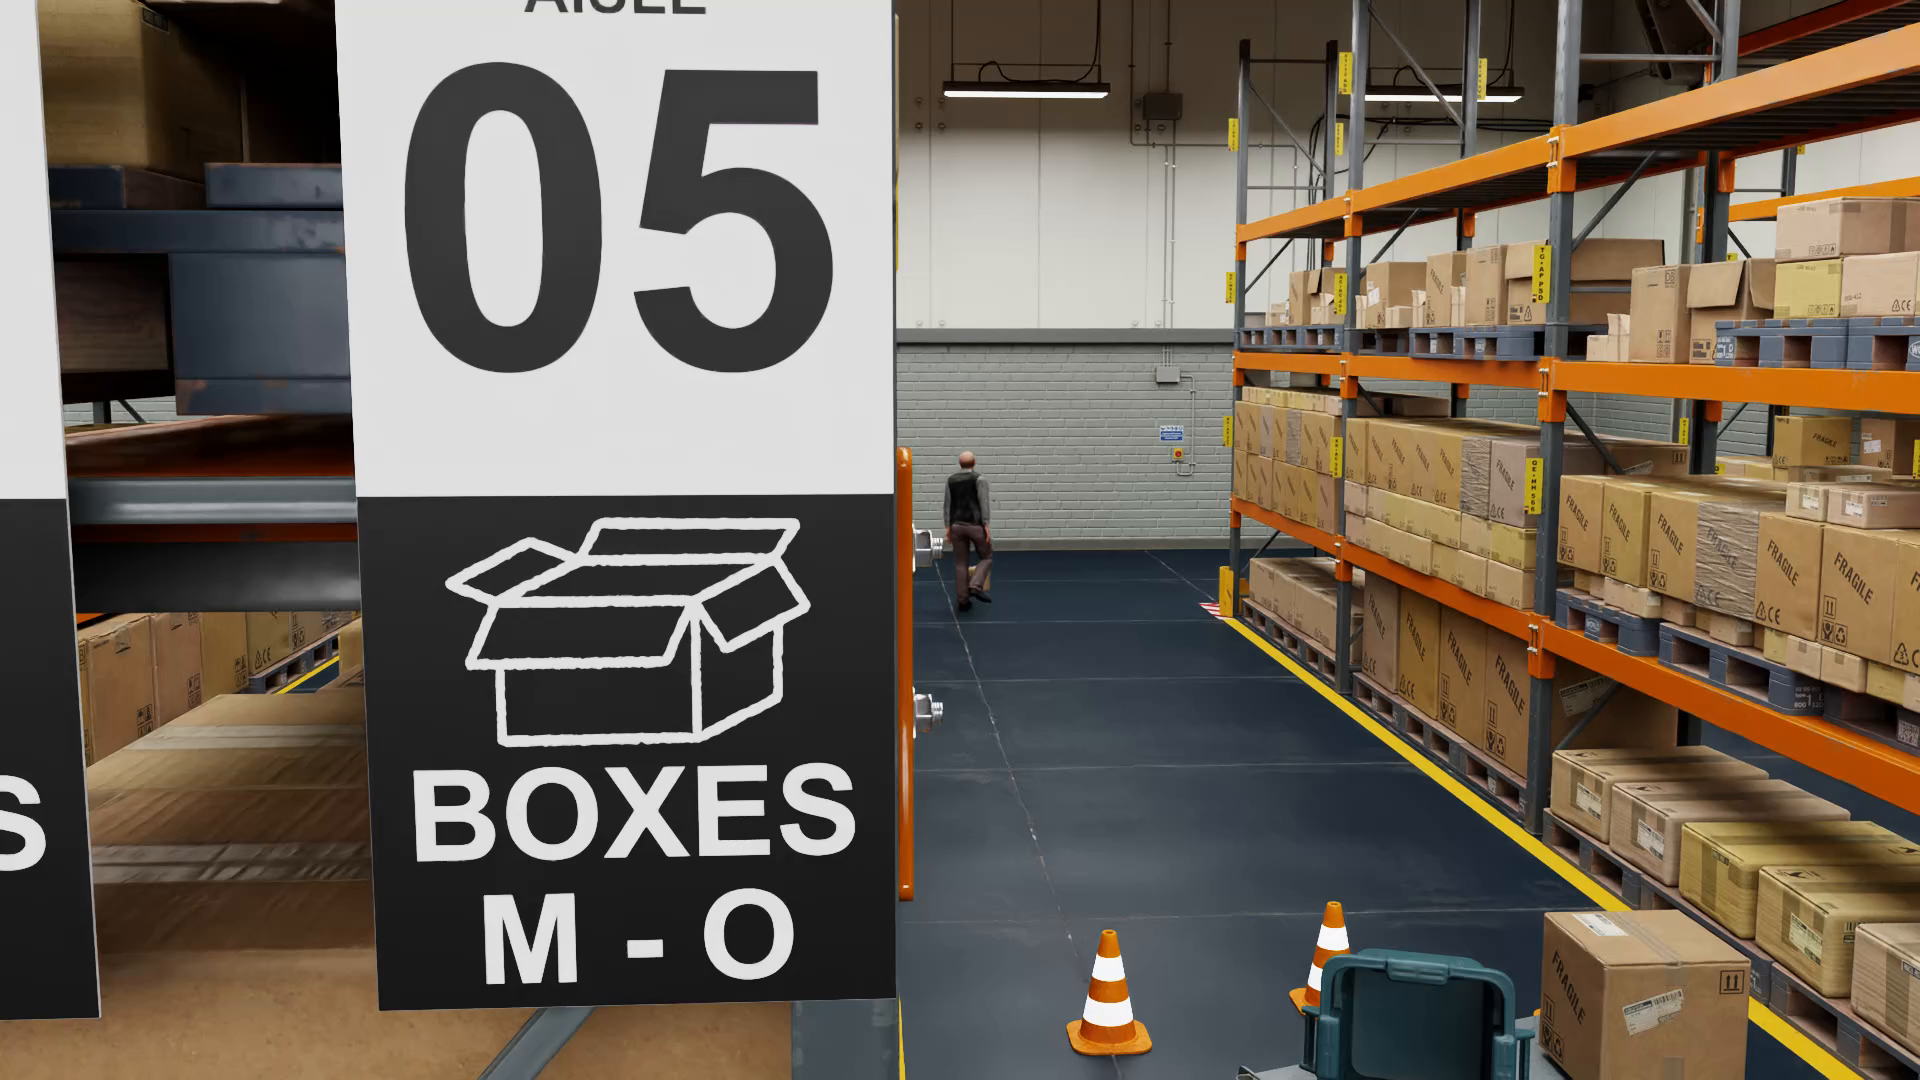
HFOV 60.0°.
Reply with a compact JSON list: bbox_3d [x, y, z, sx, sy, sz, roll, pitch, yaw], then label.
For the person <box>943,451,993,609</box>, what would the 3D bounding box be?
[{"bbox_3d":[0.082,-0.115,18.196,0.568,1.711,0.469,2,7,19],"label":"person"}]
